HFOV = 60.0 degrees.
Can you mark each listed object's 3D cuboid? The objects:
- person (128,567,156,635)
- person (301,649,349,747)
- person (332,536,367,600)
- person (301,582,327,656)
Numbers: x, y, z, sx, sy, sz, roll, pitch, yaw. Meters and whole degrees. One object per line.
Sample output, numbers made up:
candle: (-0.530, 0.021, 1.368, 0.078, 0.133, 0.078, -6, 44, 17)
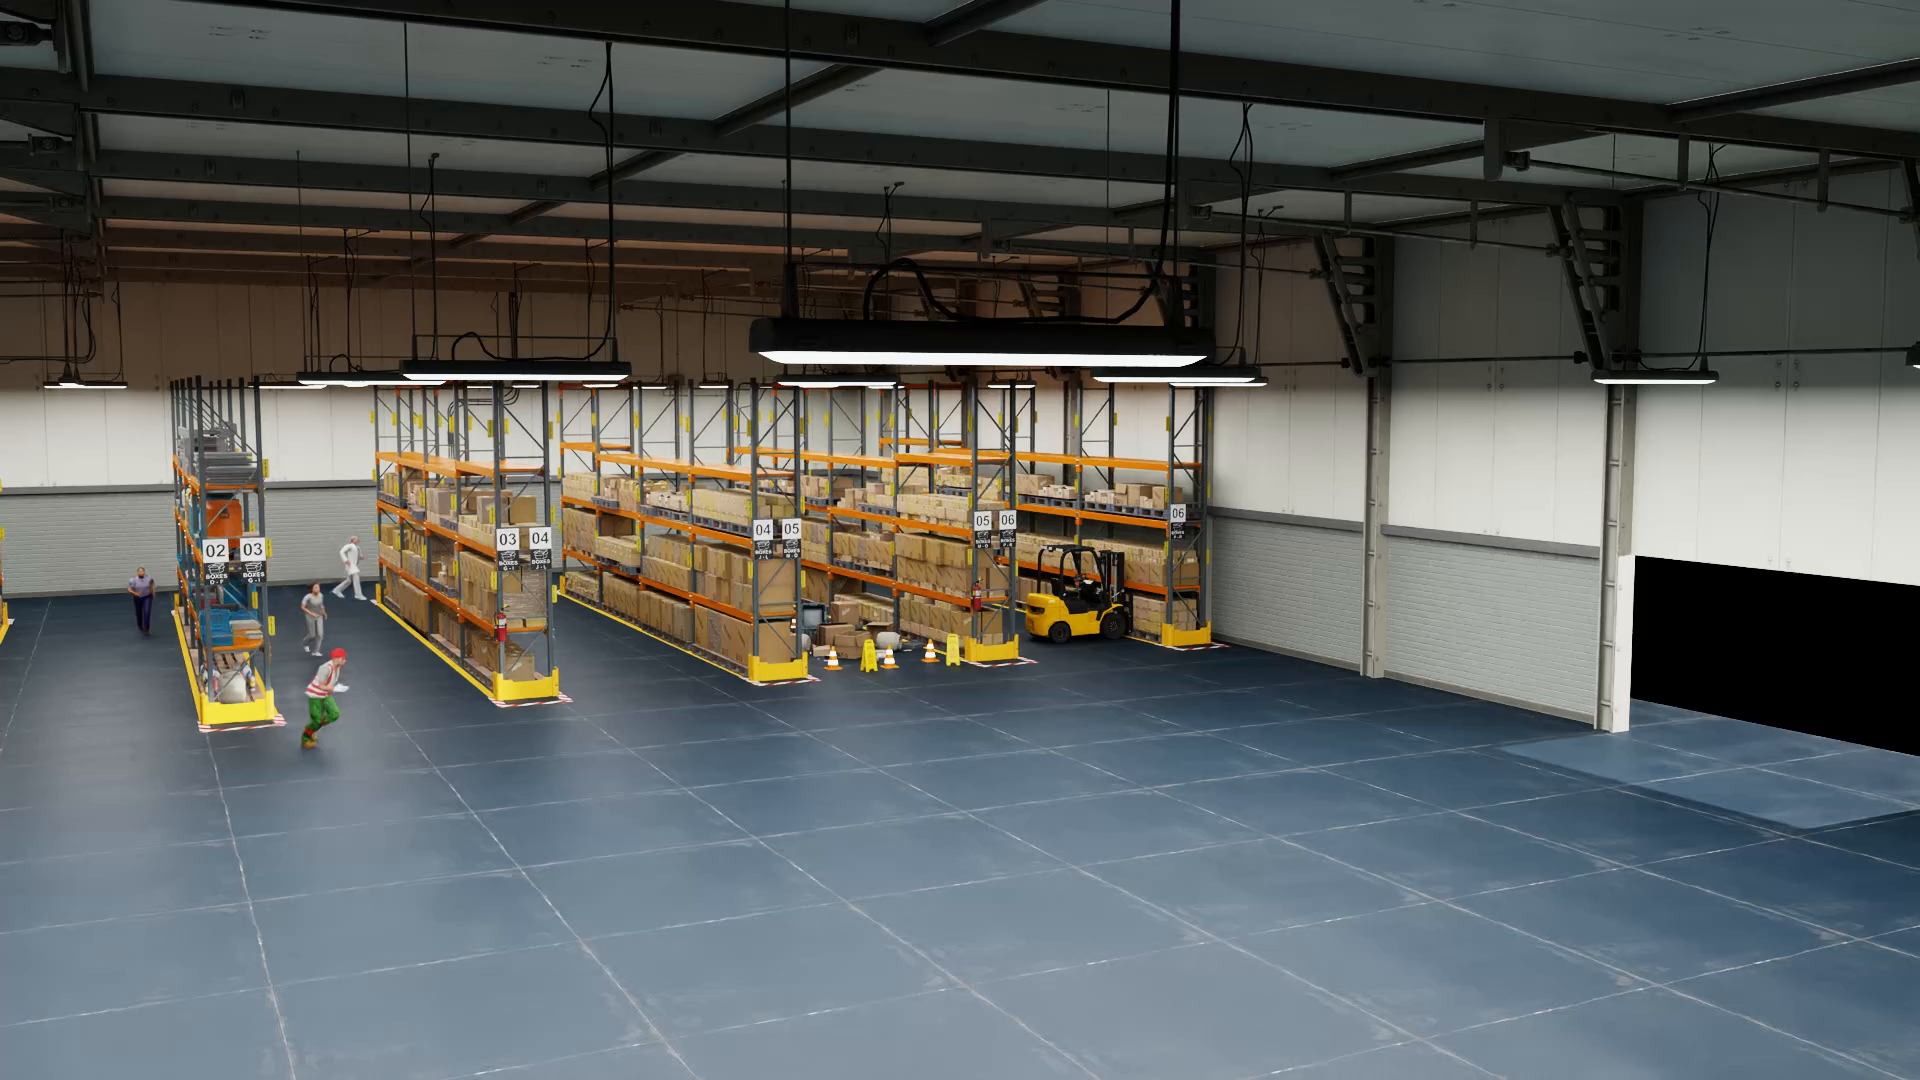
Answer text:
person: (-19.398, 1.422, 39.431, 0.590, 1.621, 0.887, -3, 6, -26)
person: (-10.229, 2.537, 26.846, 0.867, 1.597, 0.699, 0, 5, 5)
person: (-16.781, 0.752, 45.897, 1.046, 1.733, 0.744, 0, 5, 2)
person: (-14.096, 1.712, 36.190, 0.735, 1.618, 0.560, 5, 7, 42)
